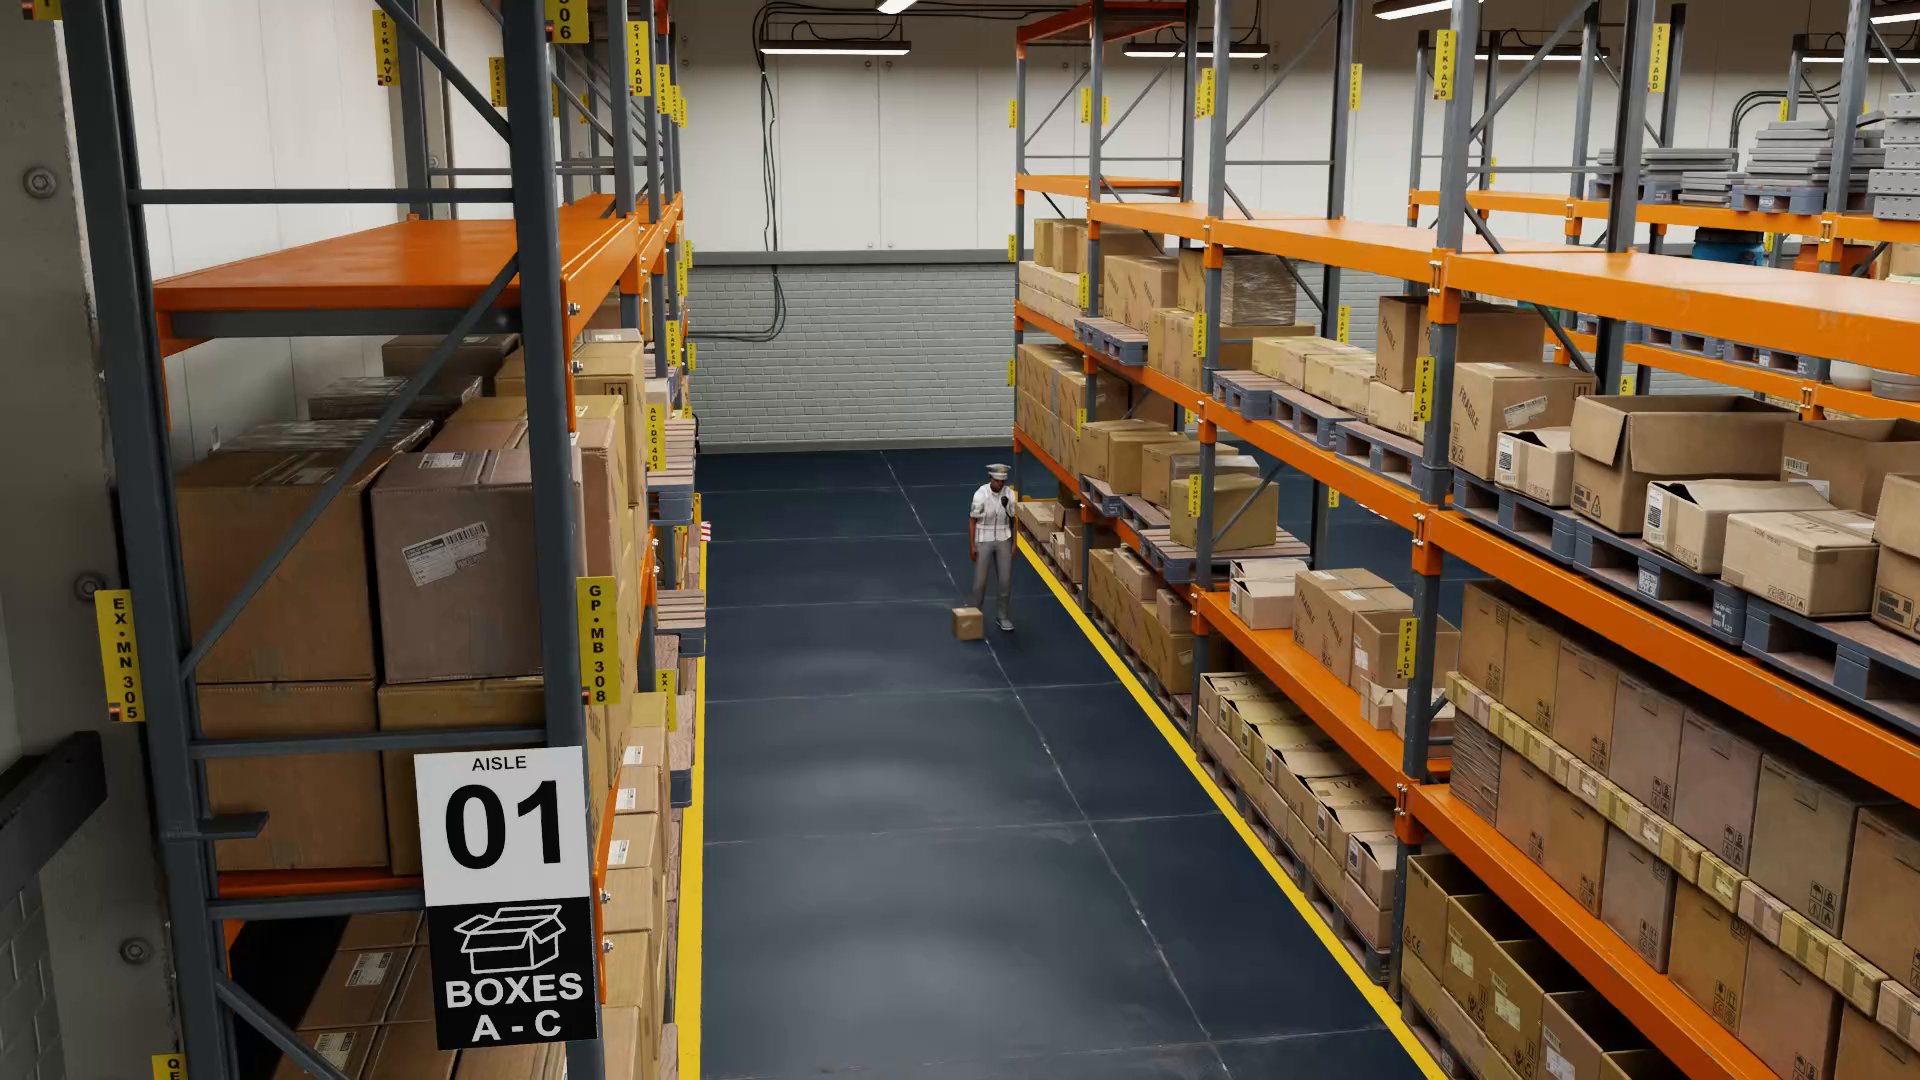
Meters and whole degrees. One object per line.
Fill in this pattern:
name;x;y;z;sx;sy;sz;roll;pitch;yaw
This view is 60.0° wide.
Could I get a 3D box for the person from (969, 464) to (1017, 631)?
person;0.319;0.060;16.239;0.516;1.656;0.396;-3;14;-12
